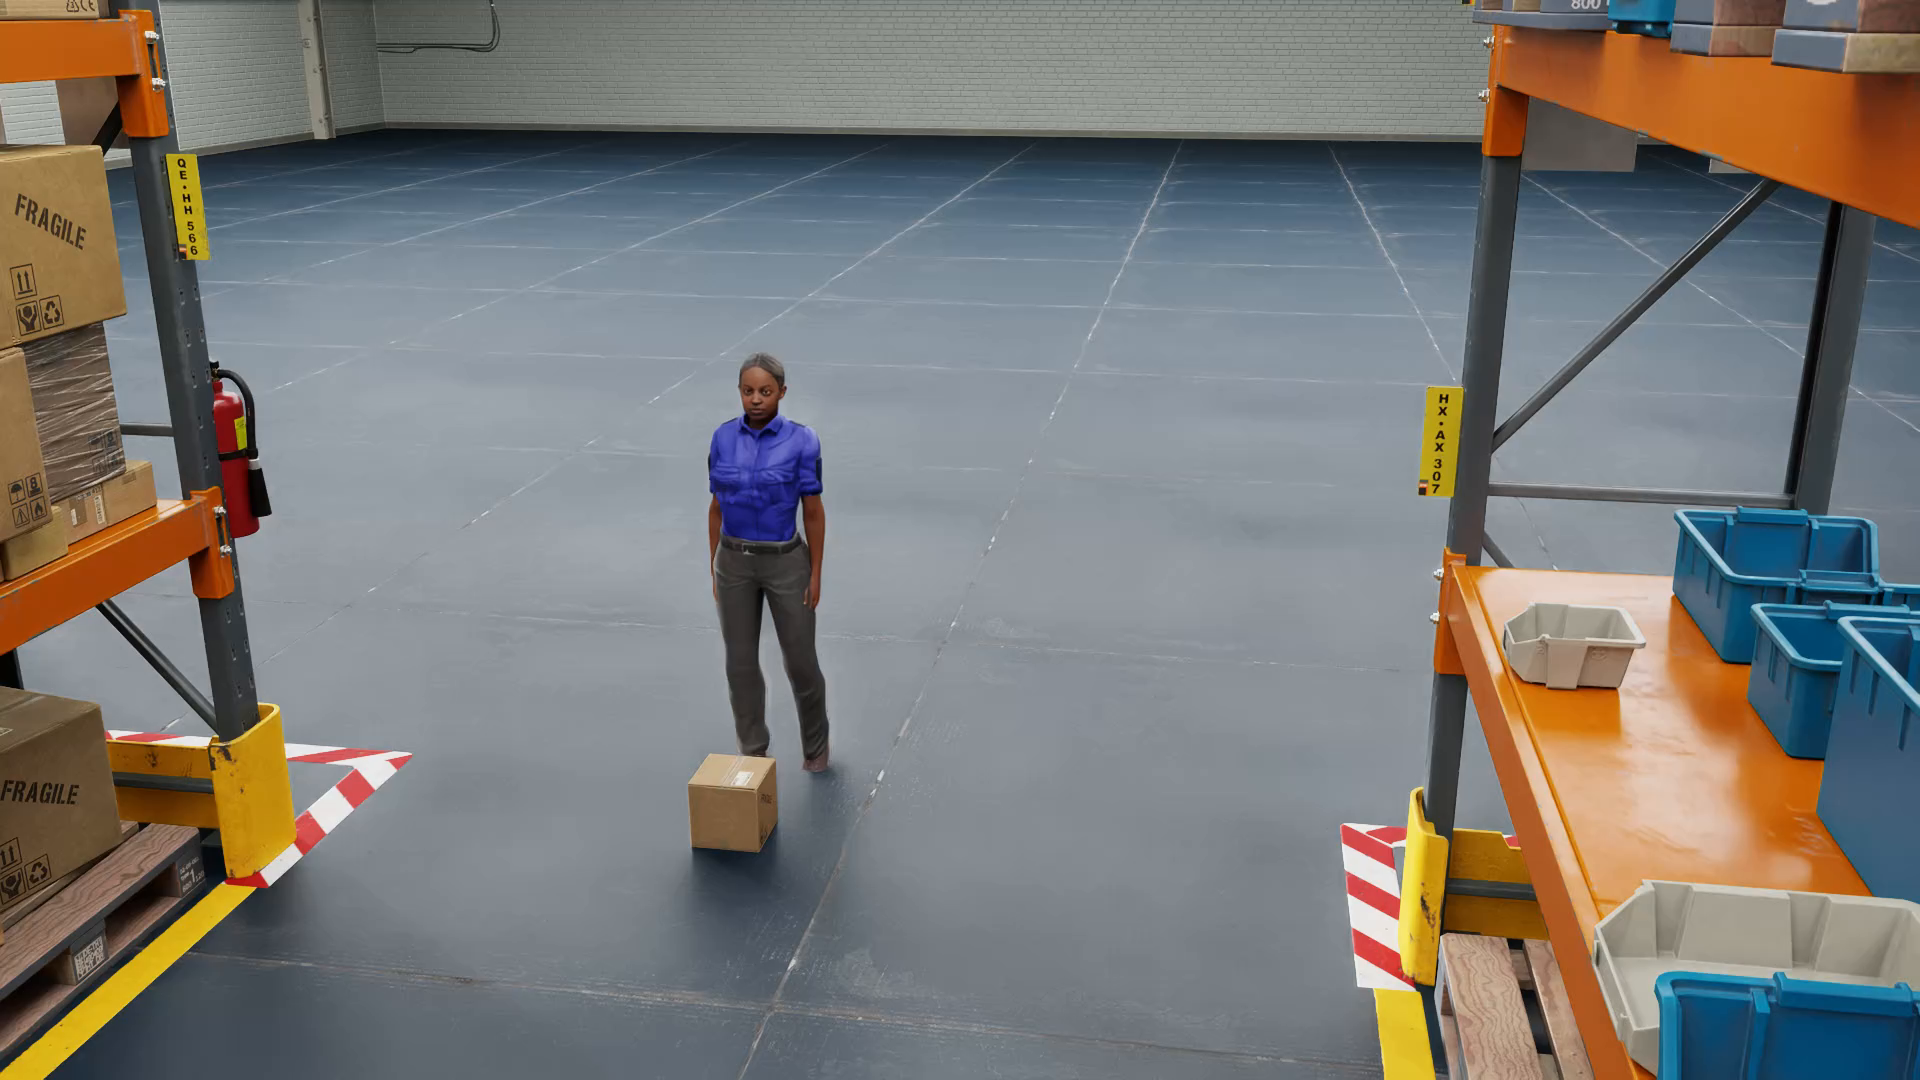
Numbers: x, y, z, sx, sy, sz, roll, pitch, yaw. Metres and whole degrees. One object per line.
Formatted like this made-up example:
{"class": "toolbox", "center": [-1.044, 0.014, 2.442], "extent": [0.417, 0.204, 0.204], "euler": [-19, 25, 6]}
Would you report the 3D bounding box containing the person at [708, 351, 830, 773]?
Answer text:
{"class": "person", "center": [-0.720, 0.163, 6.214], "extent": [0.443, 1.749, 0.390], "euler": [3, 18, 10]}
